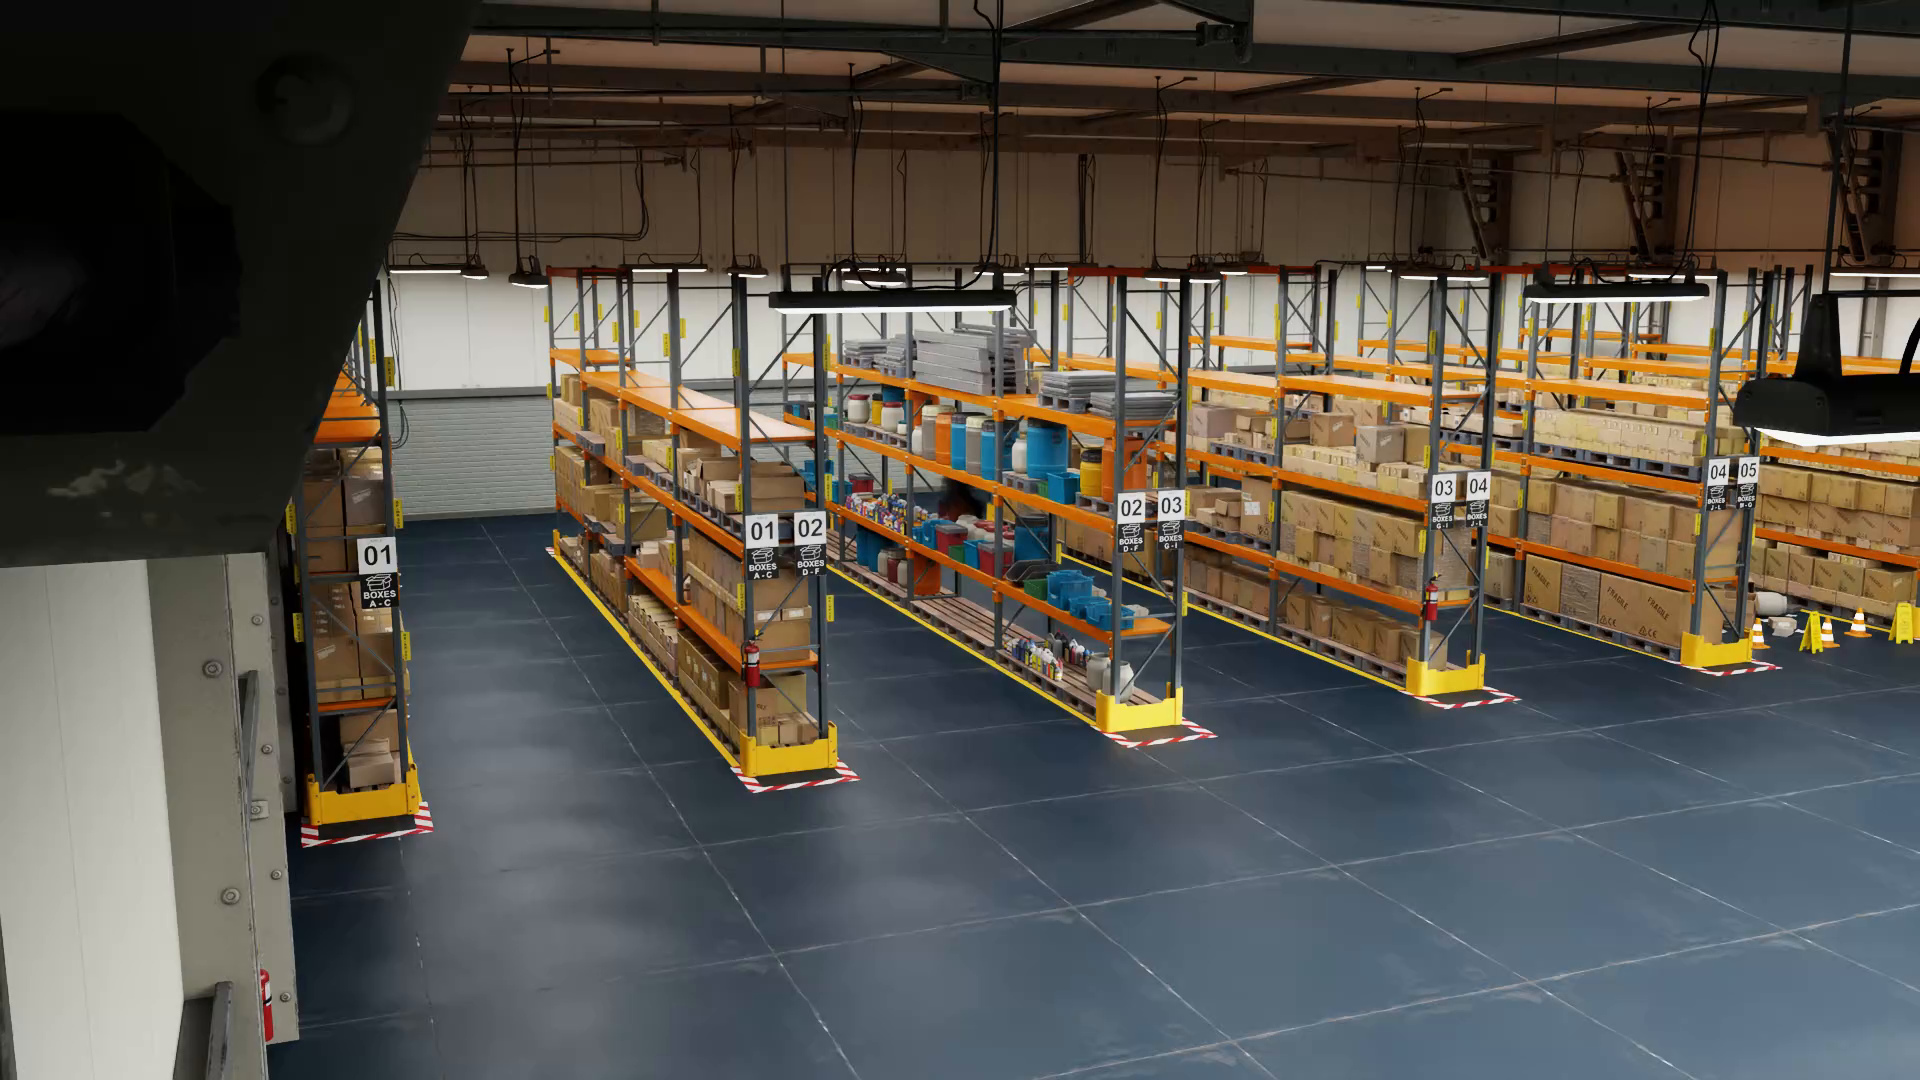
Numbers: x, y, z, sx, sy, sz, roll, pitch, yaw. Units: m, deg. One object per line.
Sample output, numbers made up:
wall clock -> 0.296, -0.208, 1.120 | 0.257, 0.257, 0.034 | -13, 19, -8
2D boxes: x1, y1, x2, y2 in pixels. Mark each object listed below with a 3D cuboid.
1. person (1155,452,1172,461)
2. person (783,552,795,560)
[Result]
person -> 5.037, -1.659, 41.330 | 0.544, 1.725, 0.781 | 6, 12, 33
person -> -2.915, 0.554, 27.258 | 0.692, 1.700, 1.001 | -5, 11, -25
